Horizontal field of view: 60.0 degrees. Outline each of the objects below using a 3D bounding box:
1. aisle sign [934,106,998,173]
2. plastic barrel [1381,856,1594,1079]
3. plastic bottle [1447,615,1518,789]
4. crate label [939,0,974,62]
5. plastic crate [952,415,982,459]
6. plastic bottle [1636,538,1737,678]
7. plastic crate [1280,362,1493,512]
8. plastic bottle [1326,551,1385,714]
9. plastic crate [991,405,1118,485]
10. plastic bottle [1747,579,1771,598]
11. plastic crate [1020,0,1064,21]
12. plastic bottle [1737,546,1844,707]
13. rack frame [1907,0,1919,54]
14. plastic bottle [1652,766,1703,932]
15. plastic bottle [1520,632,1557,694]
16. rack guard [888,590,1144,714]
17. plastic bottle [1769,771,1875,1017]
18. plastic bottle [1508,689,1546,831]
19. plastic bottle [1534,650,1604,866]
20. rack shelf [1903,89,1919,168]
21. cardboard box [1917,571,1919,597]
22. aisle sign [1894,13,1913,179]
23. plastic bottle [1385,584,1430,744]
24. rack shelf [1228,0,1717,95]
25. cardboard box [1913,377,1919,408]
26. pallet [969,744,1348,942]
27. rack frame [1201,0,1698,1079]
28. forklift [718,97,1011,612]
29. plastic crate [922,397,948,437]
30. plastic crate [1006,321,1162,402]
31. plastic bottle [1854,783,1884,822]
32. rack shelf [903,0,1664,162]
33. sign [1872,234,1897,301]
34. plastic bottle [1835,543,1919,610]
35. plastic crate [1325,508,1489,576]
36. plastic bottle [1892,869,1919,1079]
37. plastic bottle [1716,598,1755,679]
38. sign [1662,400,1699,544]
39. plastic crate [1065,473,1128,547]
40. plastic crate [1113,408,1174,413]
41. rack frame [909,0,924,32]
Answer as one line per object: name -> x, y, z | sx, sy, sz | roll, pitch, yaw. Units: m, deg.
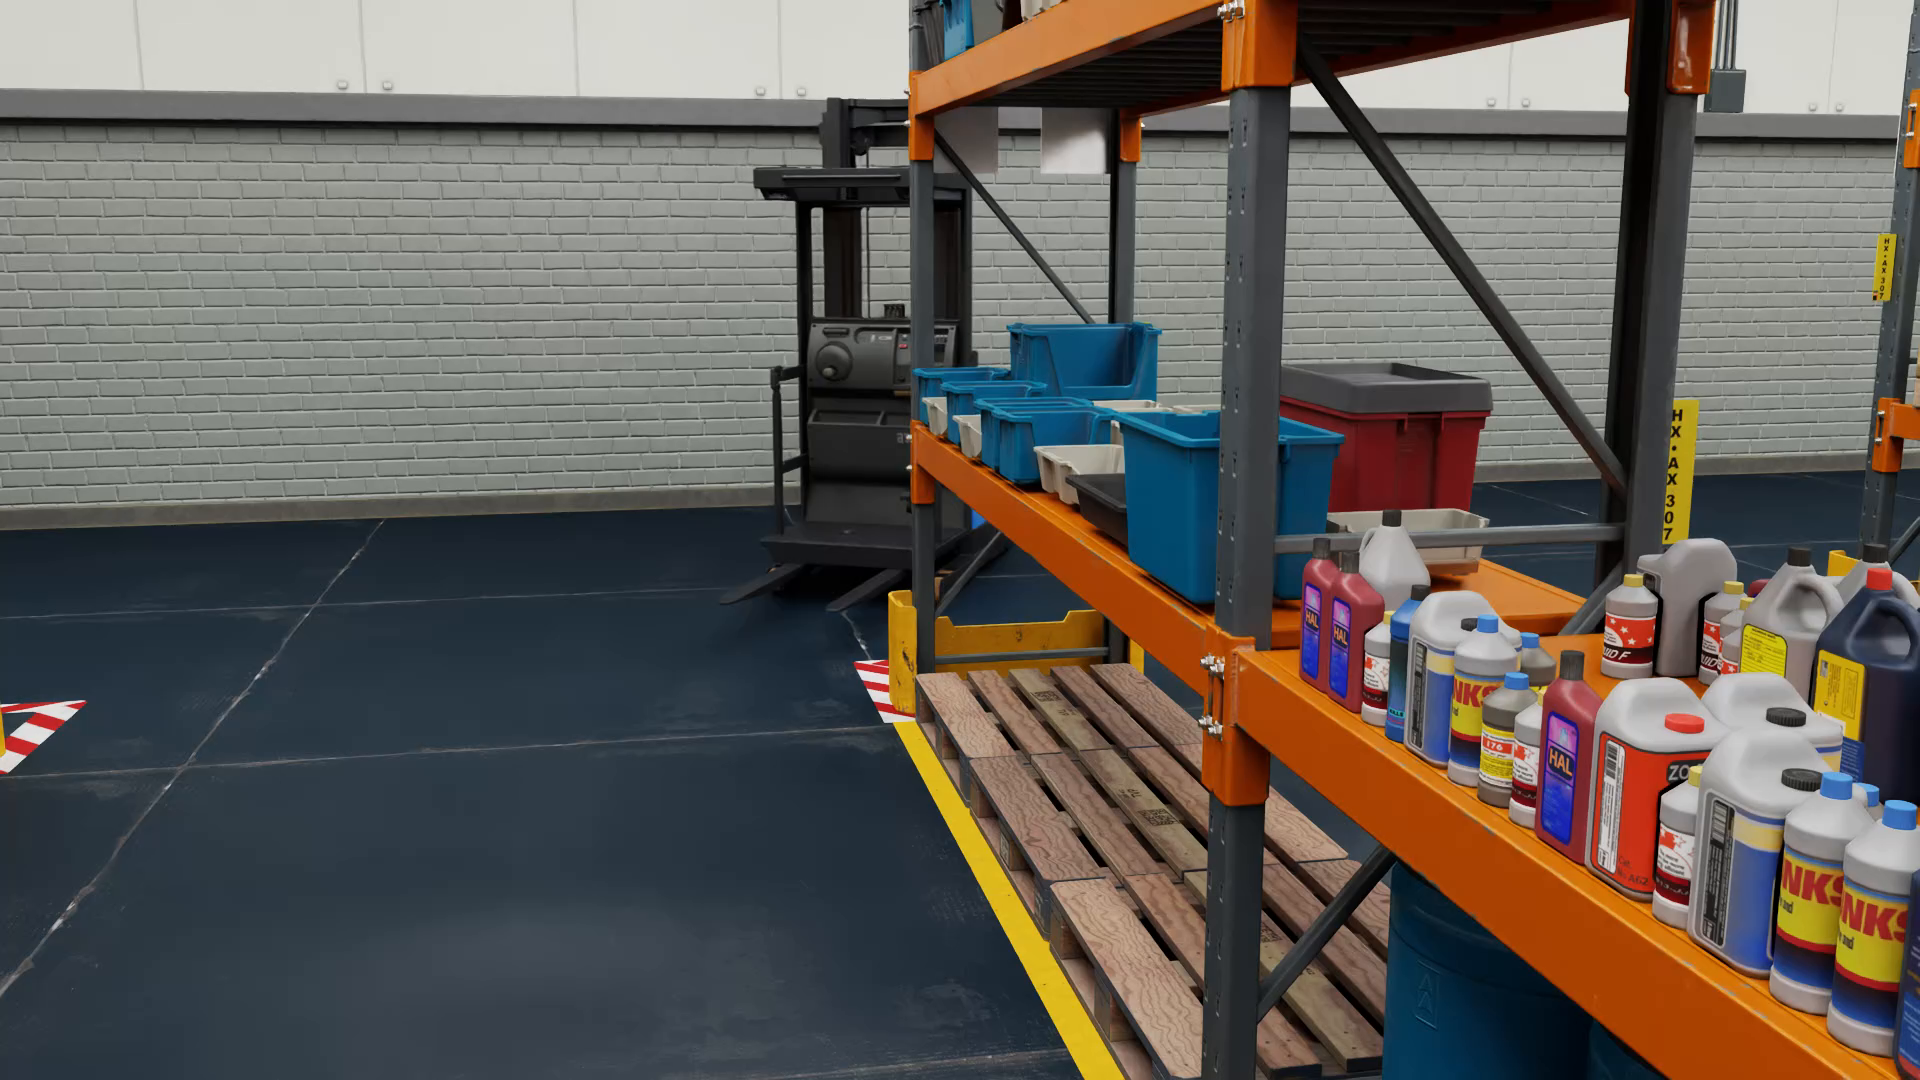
aisle sign -> -0.025, -2.009, 7.276 | 0.394, 0.787, 0.004 | -2, 11, -11
plastic barrel -> 1.148, 0.929, 3.281 | 0.600, 0.901, 0.708 | -2, 11, -11
plastic bottle -> 0.842, 0.256, 2.675 | 0.097, 0.271, 0.097 | 0, 11, 0
crate label -> 0.143, -1.949, 6.289 | 0.408, 0.251, 0.502 | -2, 11, -11
plastic crate -> 0.119, -0.386, 6.246 | 0.250, 0.136, 0.298 | -2, 11, -11
plastic bottle -> 1.452, 0.126, 3.345 | 0.152, 0.276, 0.135 | -2, 11, -11
plastic crate -> 1.131, -0.230, 4.548 | 0.402, 0.464, 0.583 | -2, 11, -11
plastic bottle -> 0.738, 0.169, 3.099 | 0.061, 0.283, 0.133 | -2, 11, -11
plastic crate -> 0.320, -0.323, 5.657 | 0.416, 0.233, 0.300 | -2, 11, -11
plastic bottle -> 1.542, 0.163, 3.130 | 0.061, 0.283, 0.133 | -2, 11, -11
plastic crate -> 0.409, -1.727, 5.042 | 0.437, 0.282, 0.530 | -2, 11, -11
plastic bottle -> 1.417, 0.190, 2.806 | 0.144, 0.351, 0.185 | -2, 11, -11
rack frame -> 5.139, -3.857, 7.892 | 1.000, 3.000, 0.127 | -2, 11, -11
plastic bottle -> 0.951, 0.393, 2.142 | 0.097, 0.201, 0.097 | 0, 11, 0
plastic bottle -> 0.965, 0.260, 2.841 | 0.097, 0.201, 0.097 | 0, 11, 0
rack guard -> 0.263, 0.495, 7.761 | 1.175, 0.500, 0.348 | -2, 11, -11
plastic bottle -> 0.996, 0.401, 1.912 | 0.097, 0.271, 0.097 | 0, 11, 0
plastic bottle -> 0.880, 0.326, 2.494 | 0.097, 0.201, 0.097 | 0, 11, 0
plastic bottle -> 0.884, 0.307, 2.372 | 0.061, 0.283, 0.133 | -2, 11, -11
rack shelf -> 5.528, -1.663, 6.312 | 1.077, 0.370, 4.000 | -2, 11, -11
cardboard box -> 5.342, 0.042, 8.010 | 0.875, 0.875, 0.875 | -2, 11, -11
aisle sign -> 4.831, -2.189, 8.221 | 0.394, 0.787, 0.004 | -2, 11, -11
plastic bottle -> 0.797, 0.213, 2.899 | 0.097, 0.271, 0.097 | 0, 11, 0
rack shelf -> 1.448, -0.749, 1.511 | 1.077, 0.370, 4.000 | -2, 11, -11
cardboard box -> 4.884, -0.709, 8.071 | 0.380, 0.149, 0.250 | -2, 11, -10
pallet -> 0.637, 1.016, 5.792 | 1.003, 0.211, 1.213 | -2, 11, -11
rack frame -> 1.062, 0.004, 3.652 | 0.949, 2.616, 0.053 | -2, 11, -11
forklift -> -0.533, -1.145, 9.874 | 1.130, 2.935, 3.031 | 3, 11, 16
plastic crate -> -0.013, -0.510, 6.900 | 0.250, 0.136, 0.298 | -2, 11, -11
plastic crate -> 0.529, -0.722, 7.210 | 0.616, 0.435, 0.499 | -2, 11, -11
plastic bottle -> 1.119, 0.405, 2.078 | 0.097, 0.201, 0.097 | 0, 11, 0
rack shelf -> 0.670, -1.483, 5.366 | 1.077, 0.370, 4.000 | -2, 11, -11
sign -> 4.594, -1.355, 8.264 | 0.100, 0.325, 0.005 | -2, 11, -11
plastic bottle -> 1.558, 0.185, 2.833 | 0.144, 0.351, 0.185 | -2, 11, -11
plastic crate -> 1.108, 0.014, 4.147 | 0.396, 0.136, 0.243 | -2, 11, -11
plastic bottle -> 1.065, 0.405, 1.680 | 0.144, 0.351, 0.185 | -2, 11, -11
plastic bottle -> 1.468, 0.209, 3.106 | 0.097, 0.201, 0.097 | 0, 11, 0
sign -> 1.599, -0.151, 3.729 | 0.100, 0.325, 0.005 | -2, 11, -11
plastic crate -> 0.578, -0.086, 4.699 | 0.437, 0.125, 0.590 | -2, 11, -11
plastic crate -> 0.659, -0.433, 6.492 | 0.396, 0.136, 0.243 | -2, 11, -11
rack frame -> 0.281, -3.676, 6.945 | 1.000, 3.000, 0.127 | -2, 11, -11
